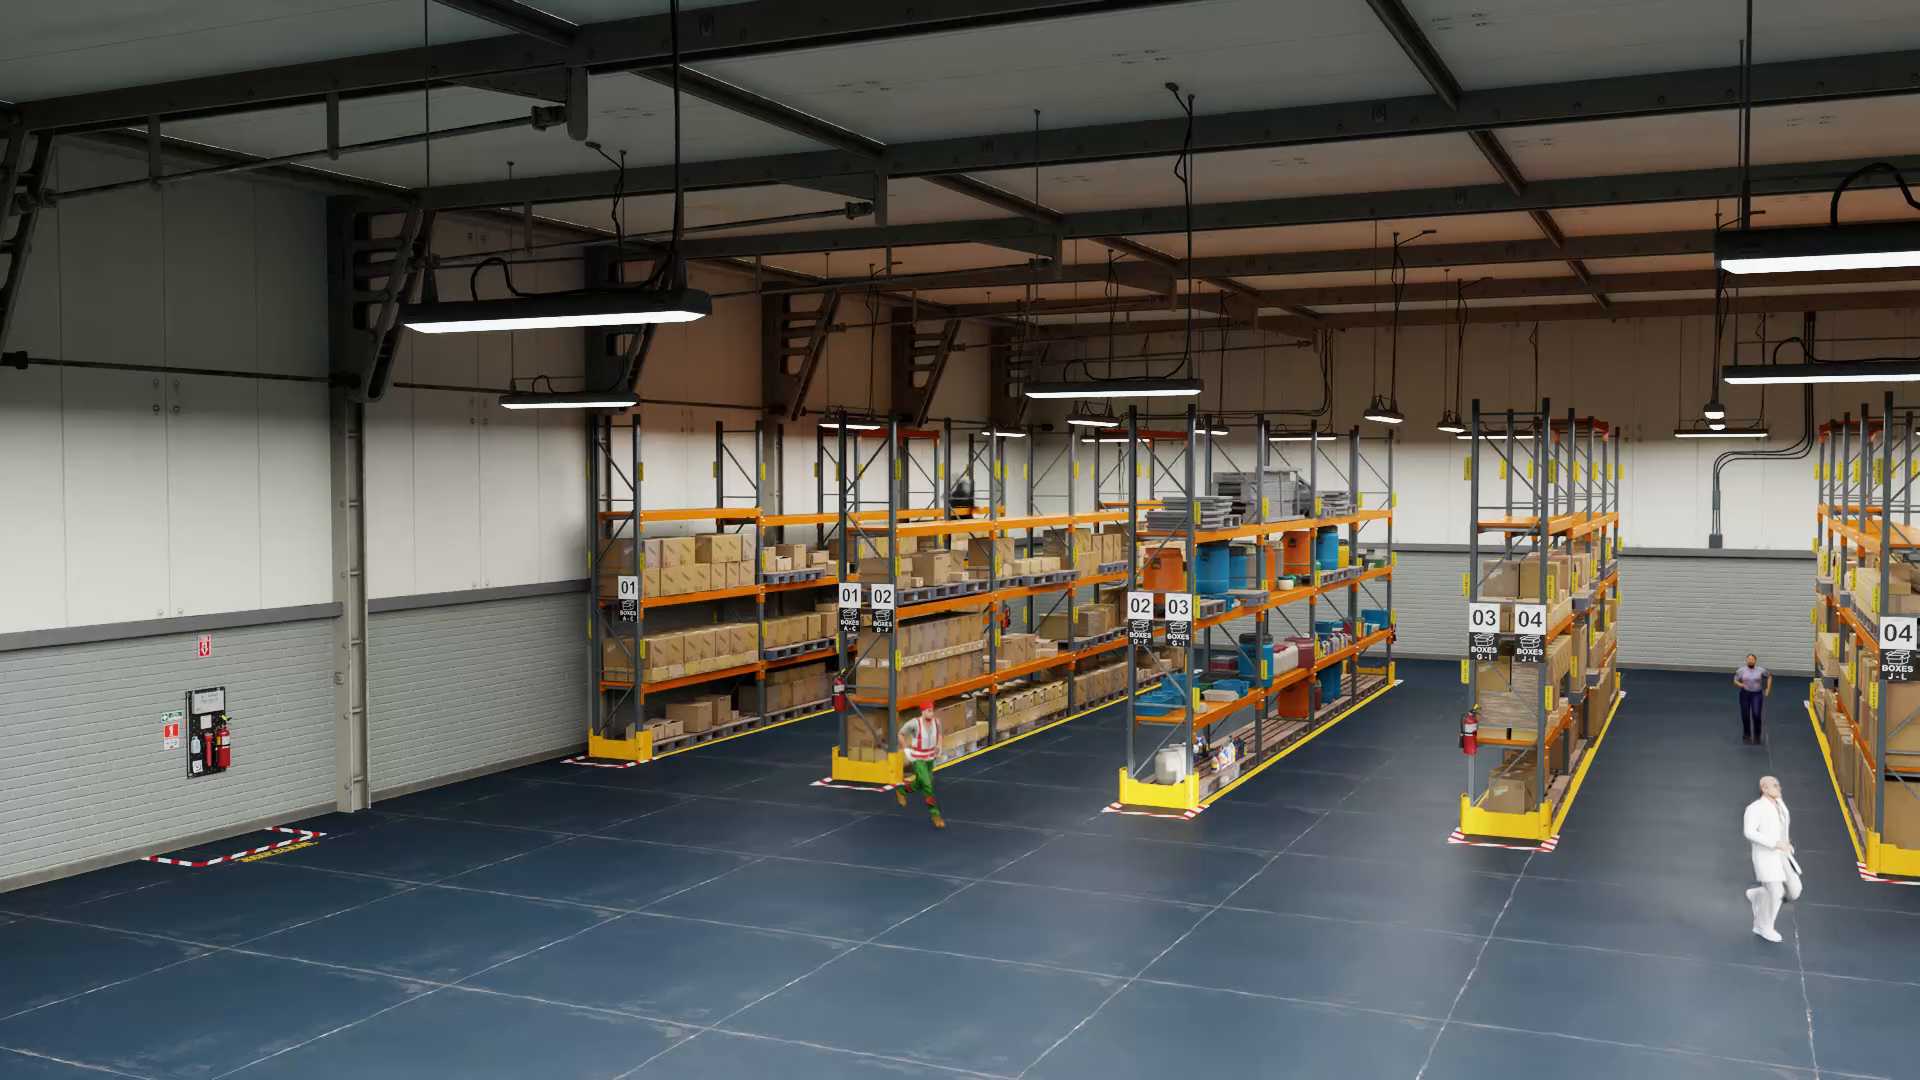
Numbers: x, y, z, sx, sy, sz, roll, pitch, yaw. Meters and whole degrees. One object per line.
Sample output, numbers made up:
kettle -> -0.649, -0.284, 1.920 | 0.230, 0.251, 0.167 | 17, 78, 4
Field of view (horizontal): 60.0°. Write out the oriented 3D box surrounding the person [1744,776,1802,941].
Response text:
person -> 8.699, 3.400, 17.832 | 0.754, 1.743, 0.647 | -1, 3, -31

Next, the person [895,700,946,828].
person -> -0.579, 3.148, 23.763 | 0.639, 1.772, 1.135 | -2, 3, -40

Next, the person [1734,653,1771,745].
person -> 14.588, 2.943, 30.634 | 0.617, 1.713, 0.717 | 1, 3, 29
